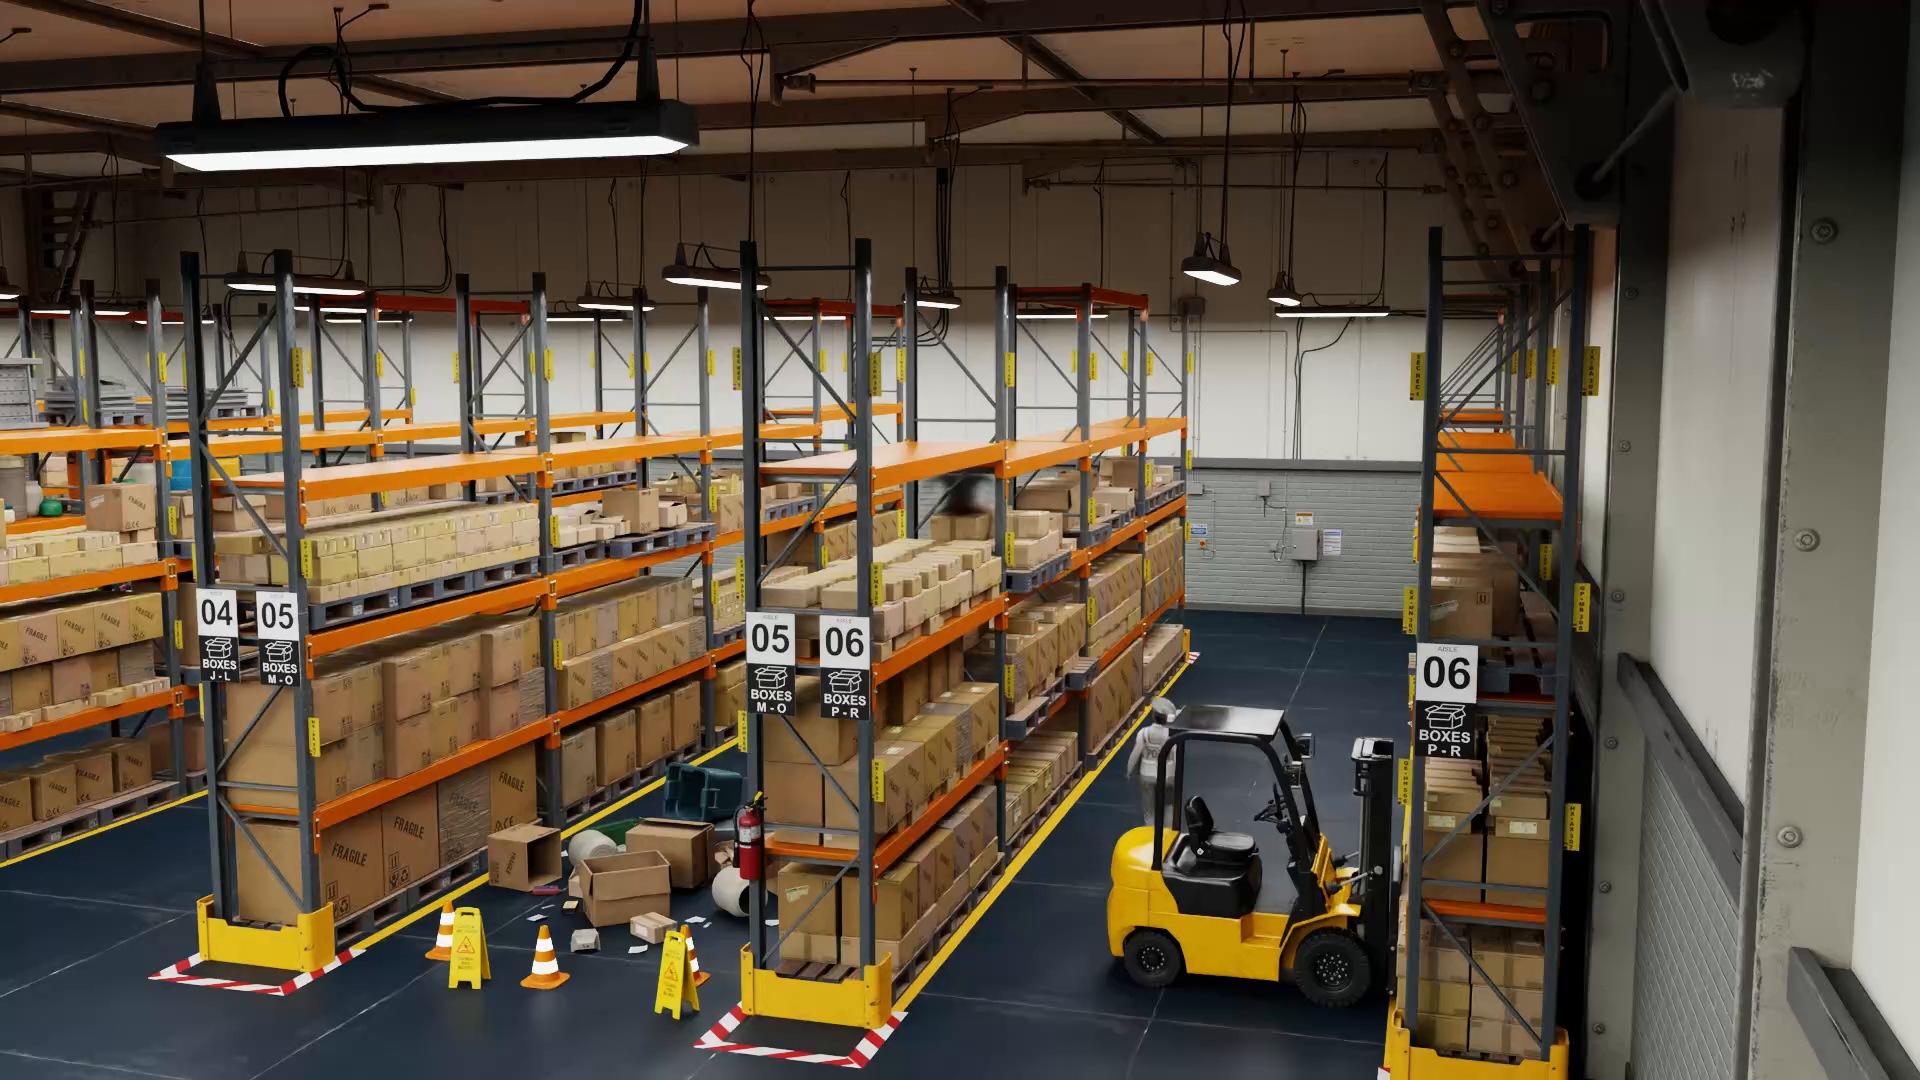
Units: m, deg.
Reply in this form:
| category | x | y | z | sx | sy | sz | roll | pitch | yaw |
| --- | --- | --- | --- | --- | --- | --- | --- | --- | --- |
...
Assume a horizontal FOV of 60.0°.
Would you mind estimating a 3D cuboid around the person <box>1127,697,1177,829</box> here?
| category | x | y | z | sx | sy | sz | roll | pitch | yaw |
| --- | --- | --- | --- | --- | --- | --- | --- | --- | --- |
| person | 1.990 | 2.438 | 16.953 | 0.560 | 1.718 | 0.528 | 0 | 6 | 2 |
